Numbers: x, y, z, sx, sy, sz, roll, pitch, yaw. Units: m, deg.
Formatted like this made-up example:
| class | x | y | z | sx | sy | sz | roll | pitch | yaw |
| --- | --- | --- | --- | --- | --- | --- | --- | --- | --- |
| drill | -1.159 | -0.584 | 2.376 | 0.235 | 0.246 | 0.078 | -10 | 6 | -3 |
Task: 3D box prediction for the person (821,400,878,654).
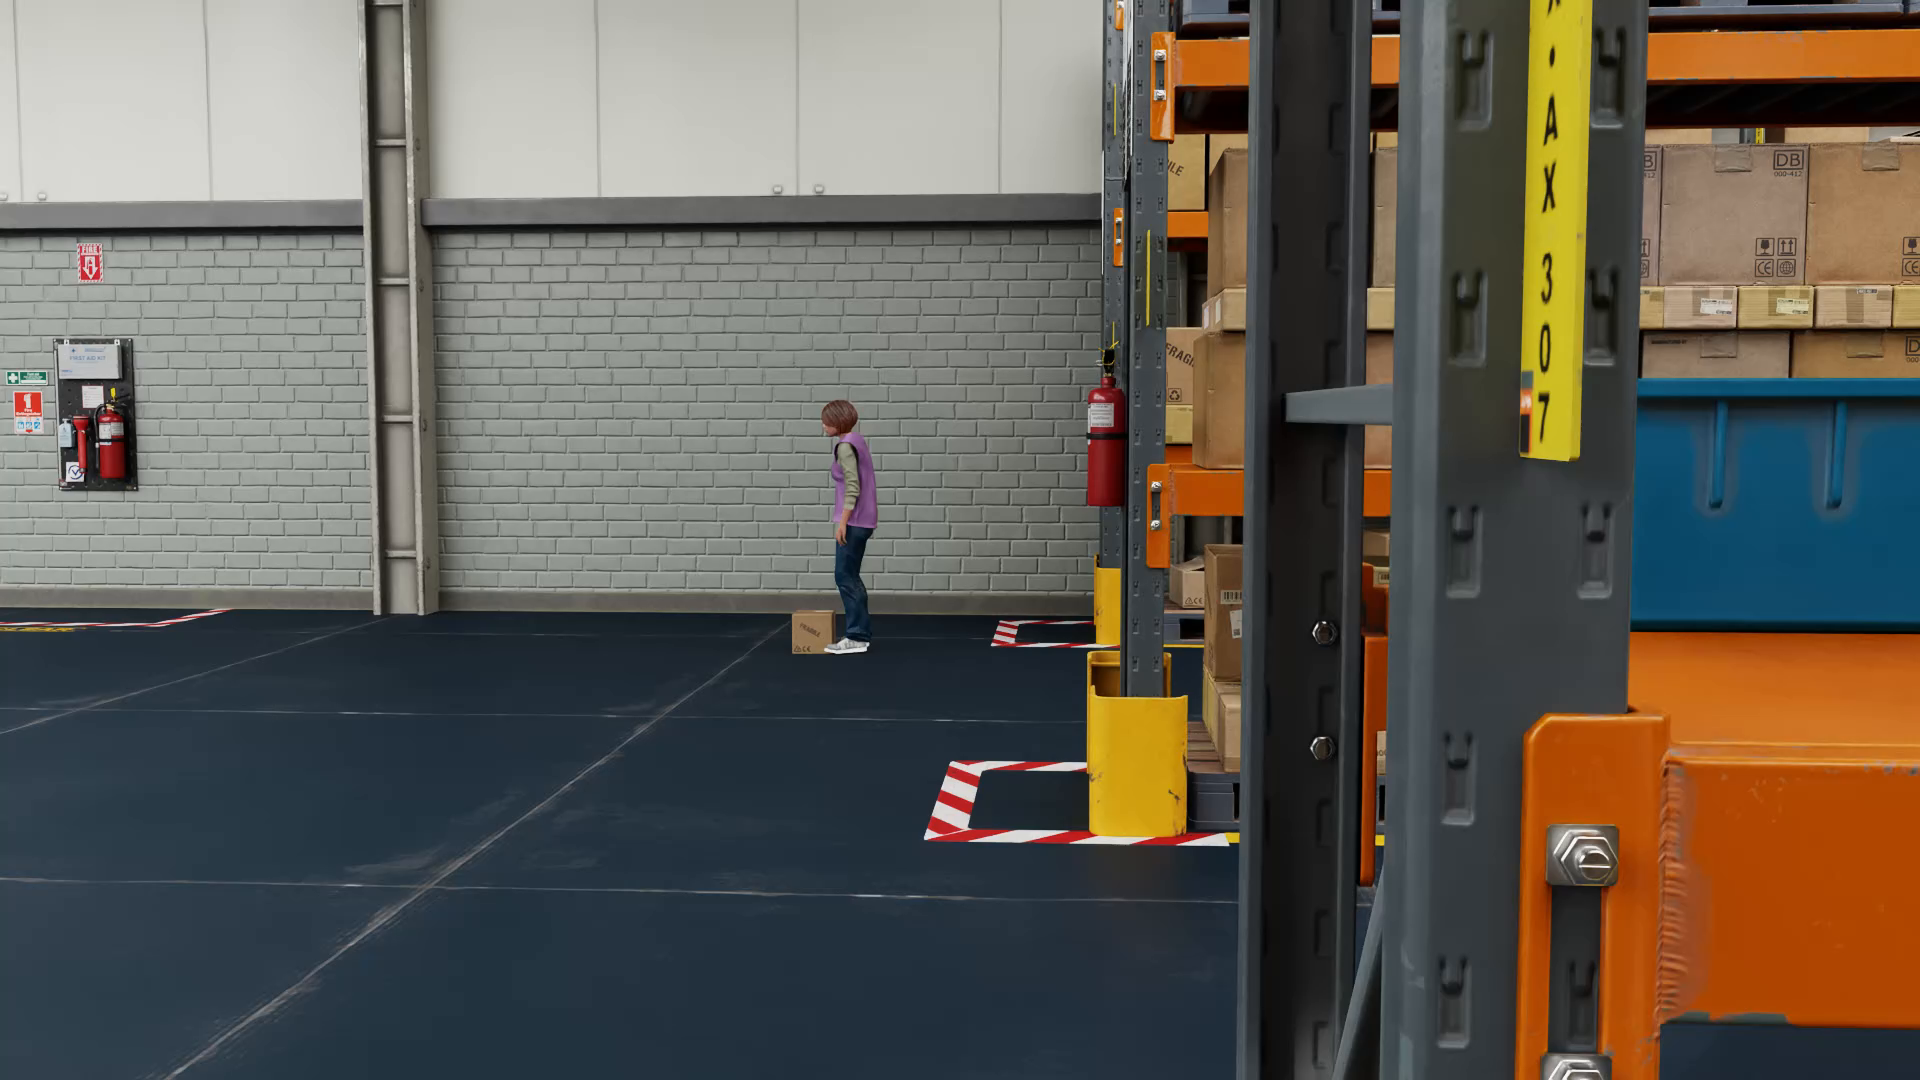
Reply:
| class | x | y | z | sx | sy | sz | roll | pitch | yaw |
| --- | --- | --- | --- | --- | --- | --- | --- | --- | --- |
| person | -0.693 | -0.086 | 10.506 | 0.350 | 1.592 | 0.467 | 0 | 4 | 3 |
